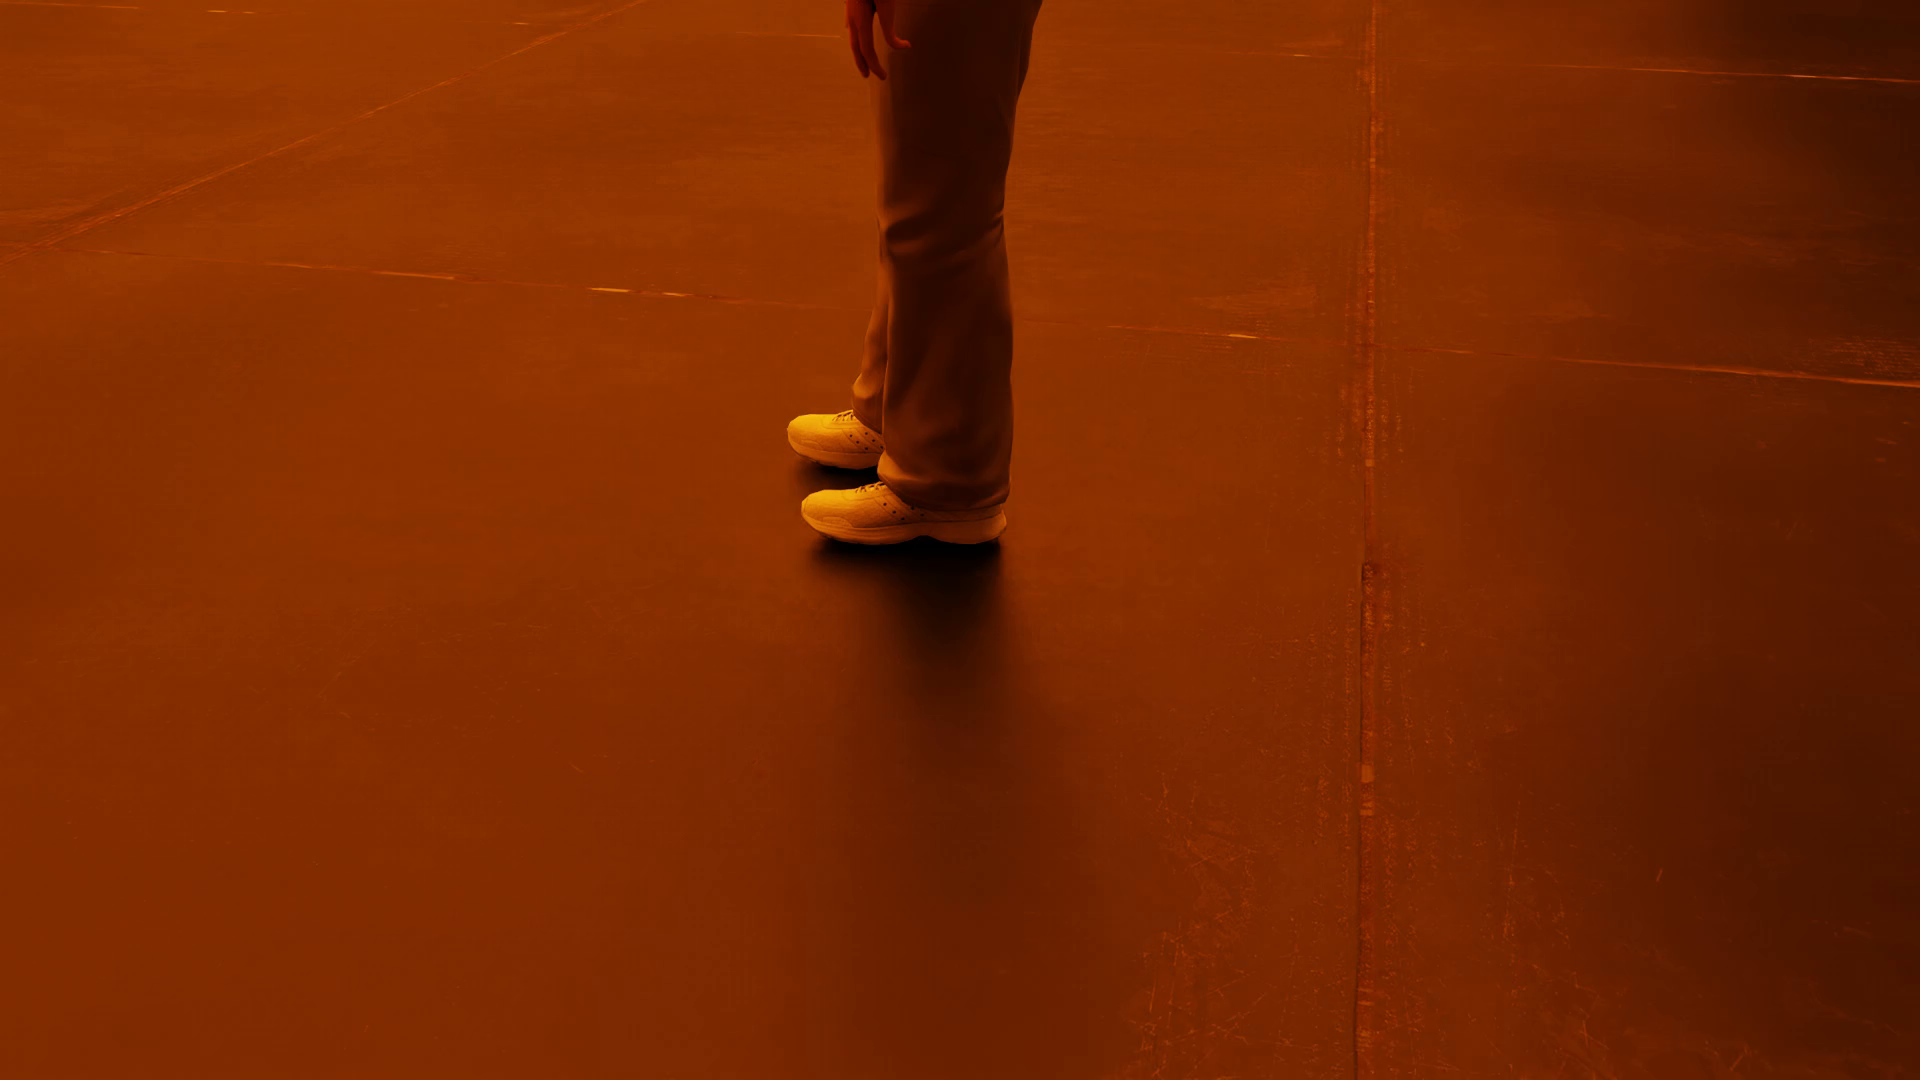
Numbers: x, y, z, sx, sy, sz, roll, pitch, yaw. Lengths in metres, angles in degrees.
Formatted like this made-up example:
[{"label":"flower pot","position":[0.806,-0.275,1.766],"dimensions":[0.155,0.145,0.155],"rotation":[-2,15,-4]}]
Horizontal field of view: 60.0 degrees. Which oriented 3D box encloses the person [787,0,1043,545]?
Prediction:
[{"label":"person","position":[-0.069,-0.768,2.146],"dimensions":[0.548,1.674,0.549],"rotation":[6,27,11]}]
